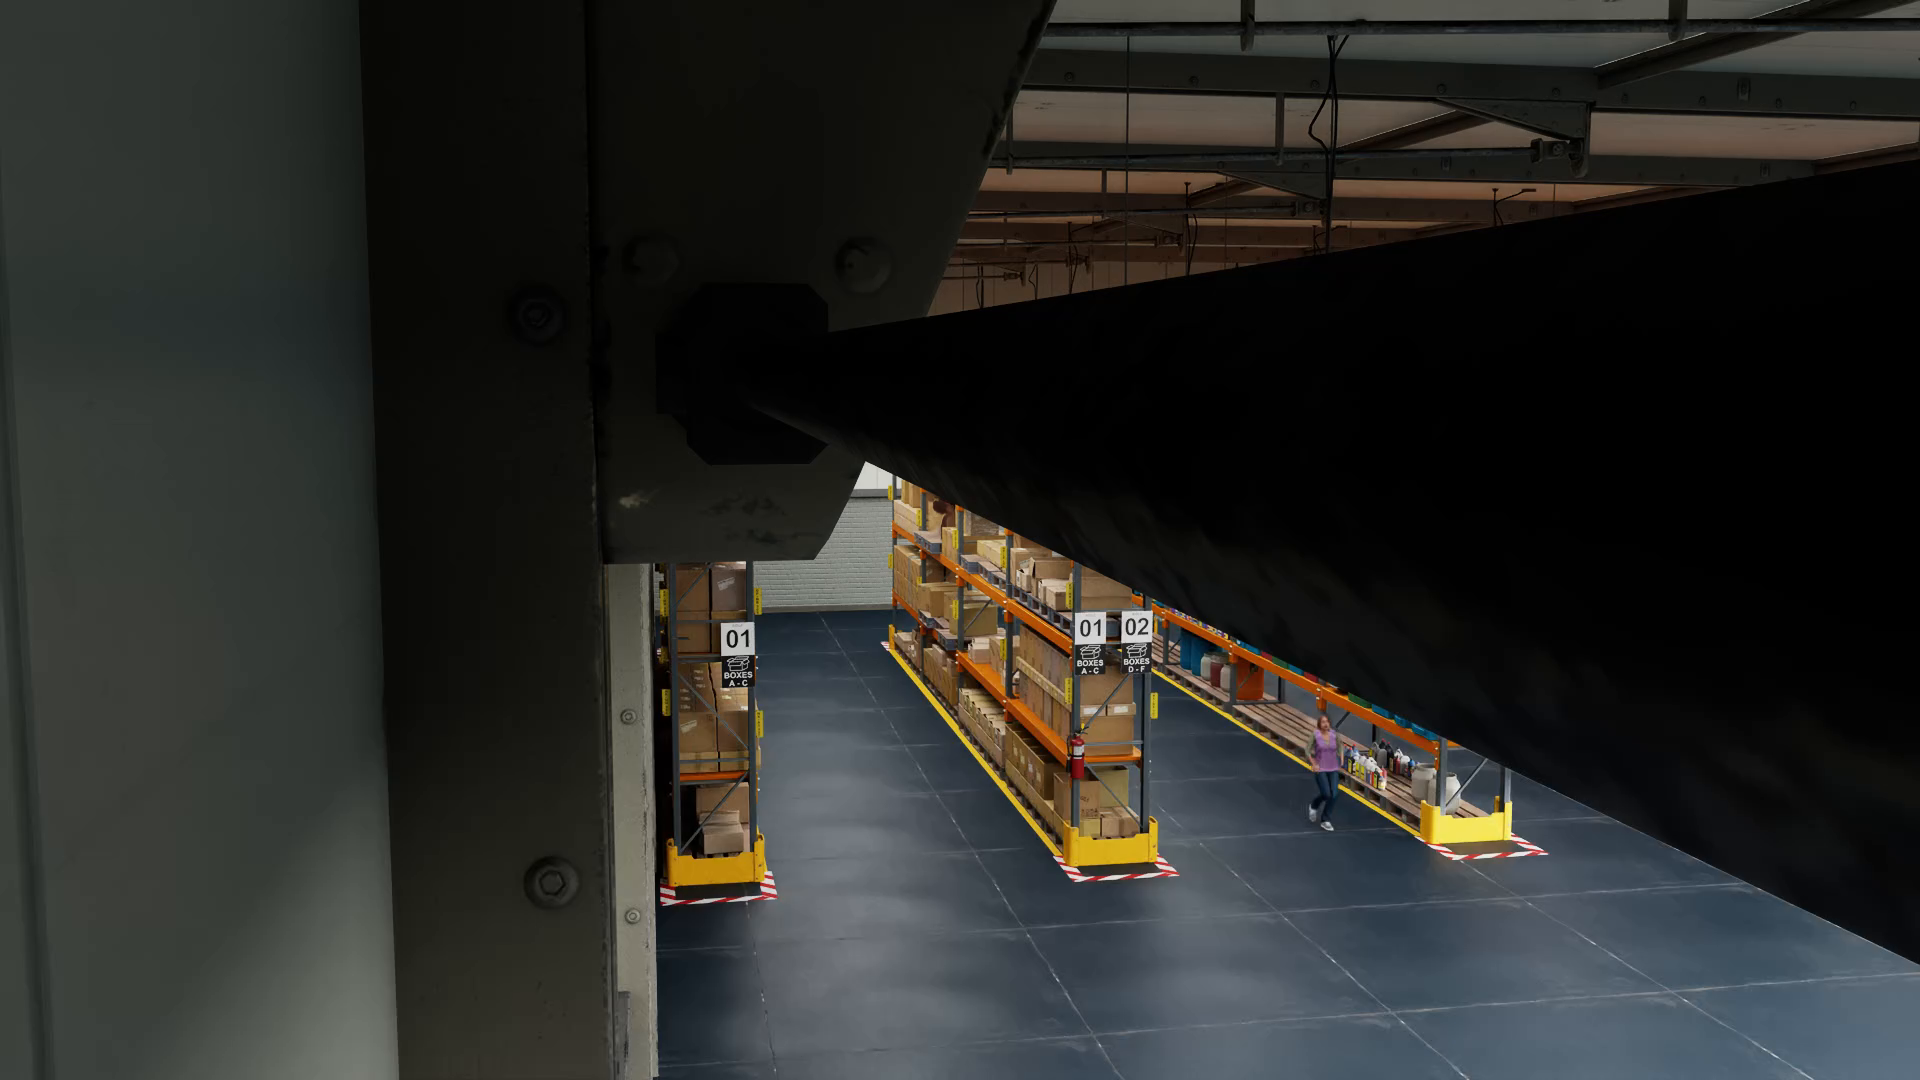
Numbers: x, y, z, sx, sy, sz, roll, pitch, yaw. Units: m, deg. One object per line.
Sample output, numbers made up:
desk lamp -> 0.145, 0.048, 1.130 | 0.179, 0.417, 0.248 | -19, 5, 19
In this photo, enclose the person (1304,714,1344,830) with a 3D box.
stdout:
person -> 4.978, 3.138, 22.523 | 0.532, 1.538, 0.481 | -1, 6, -6
